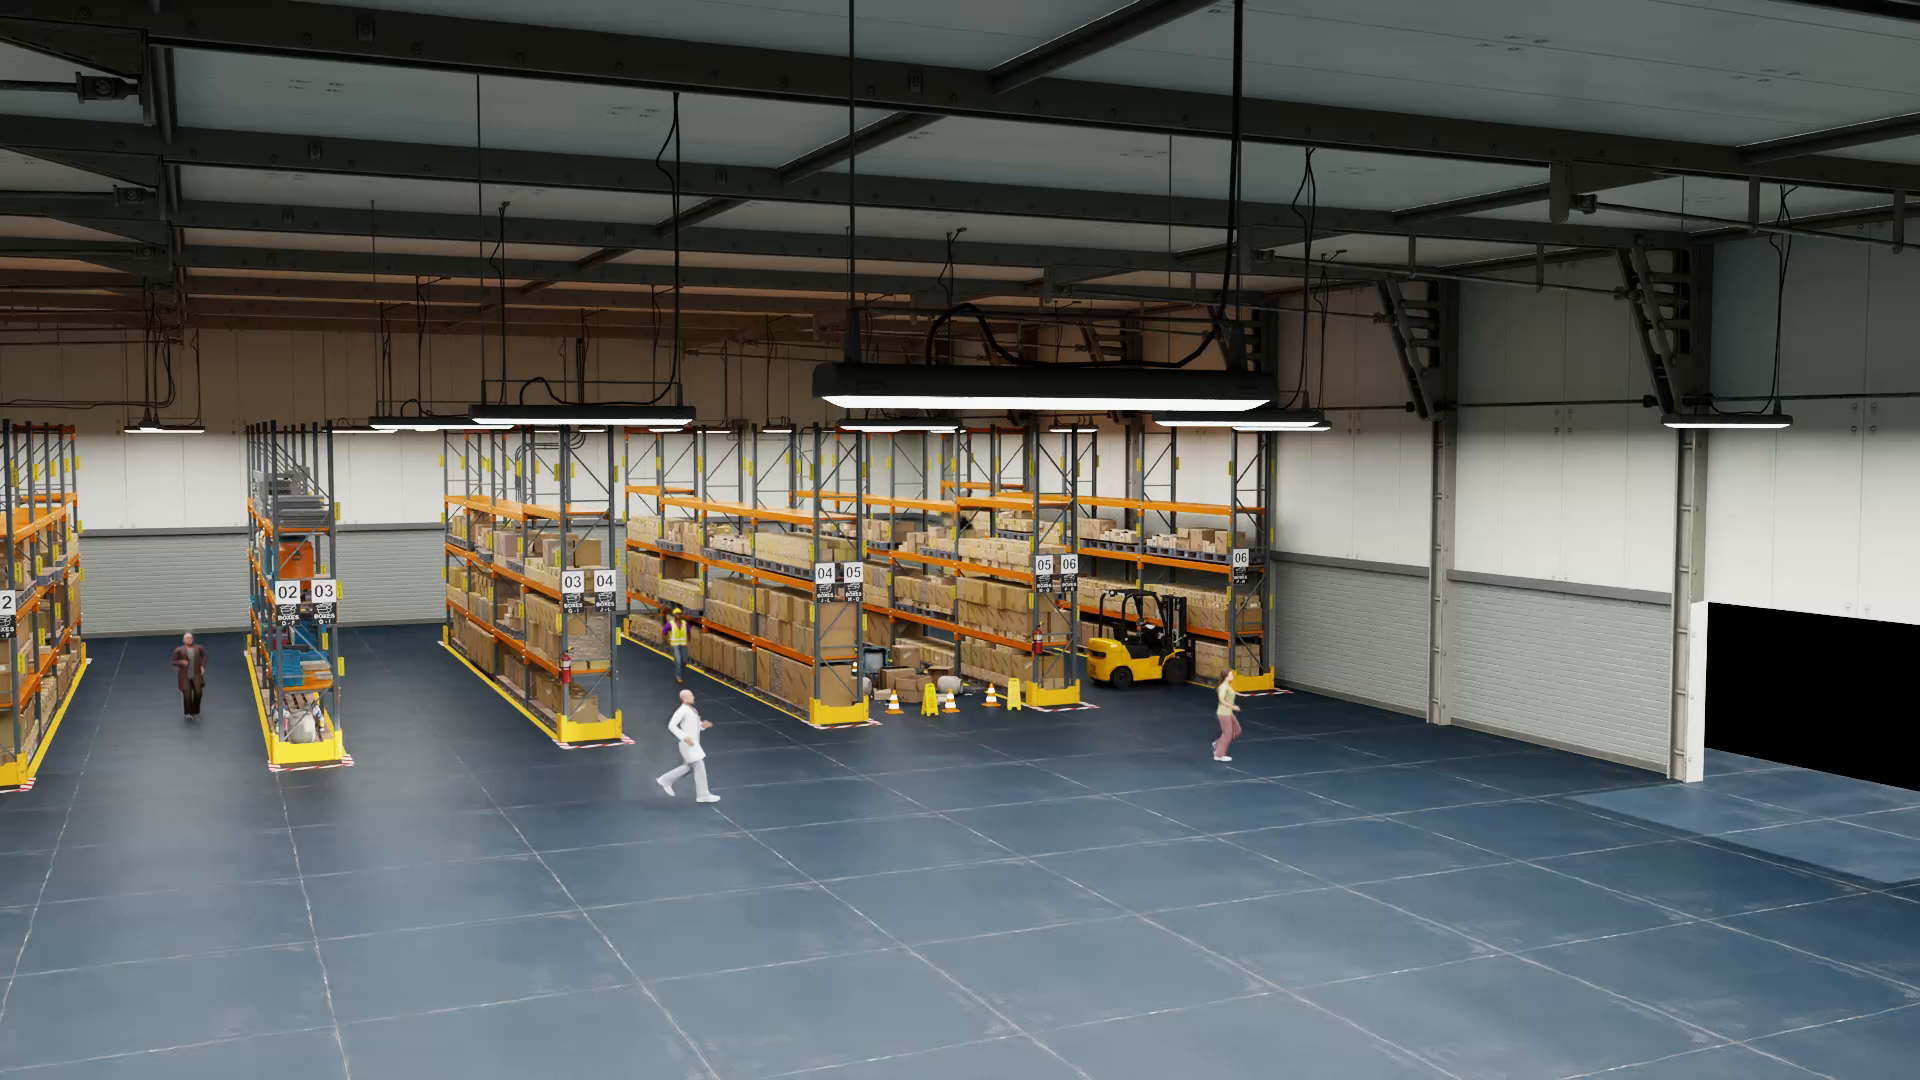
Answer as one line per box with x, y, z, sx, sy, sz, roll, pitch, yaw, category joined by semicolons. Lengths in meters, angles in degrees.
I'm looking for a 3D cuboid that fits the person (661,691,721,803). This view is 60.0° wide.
-4.206;3.220;25.935;0.964;1.751;0.719;0;4;1;person

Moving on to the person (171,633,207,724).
-15.356;2.767;33.199;0.688;1.834;0.759;-2;4;-31;person

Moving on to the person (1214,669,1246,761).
4.750;3.068;29.215;0.557;1.632;0.588;1;4;18;person

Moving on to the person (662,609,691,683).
-6.548;2.451;38.600;0.698;1.718;0.610;-2;4;-28;person
